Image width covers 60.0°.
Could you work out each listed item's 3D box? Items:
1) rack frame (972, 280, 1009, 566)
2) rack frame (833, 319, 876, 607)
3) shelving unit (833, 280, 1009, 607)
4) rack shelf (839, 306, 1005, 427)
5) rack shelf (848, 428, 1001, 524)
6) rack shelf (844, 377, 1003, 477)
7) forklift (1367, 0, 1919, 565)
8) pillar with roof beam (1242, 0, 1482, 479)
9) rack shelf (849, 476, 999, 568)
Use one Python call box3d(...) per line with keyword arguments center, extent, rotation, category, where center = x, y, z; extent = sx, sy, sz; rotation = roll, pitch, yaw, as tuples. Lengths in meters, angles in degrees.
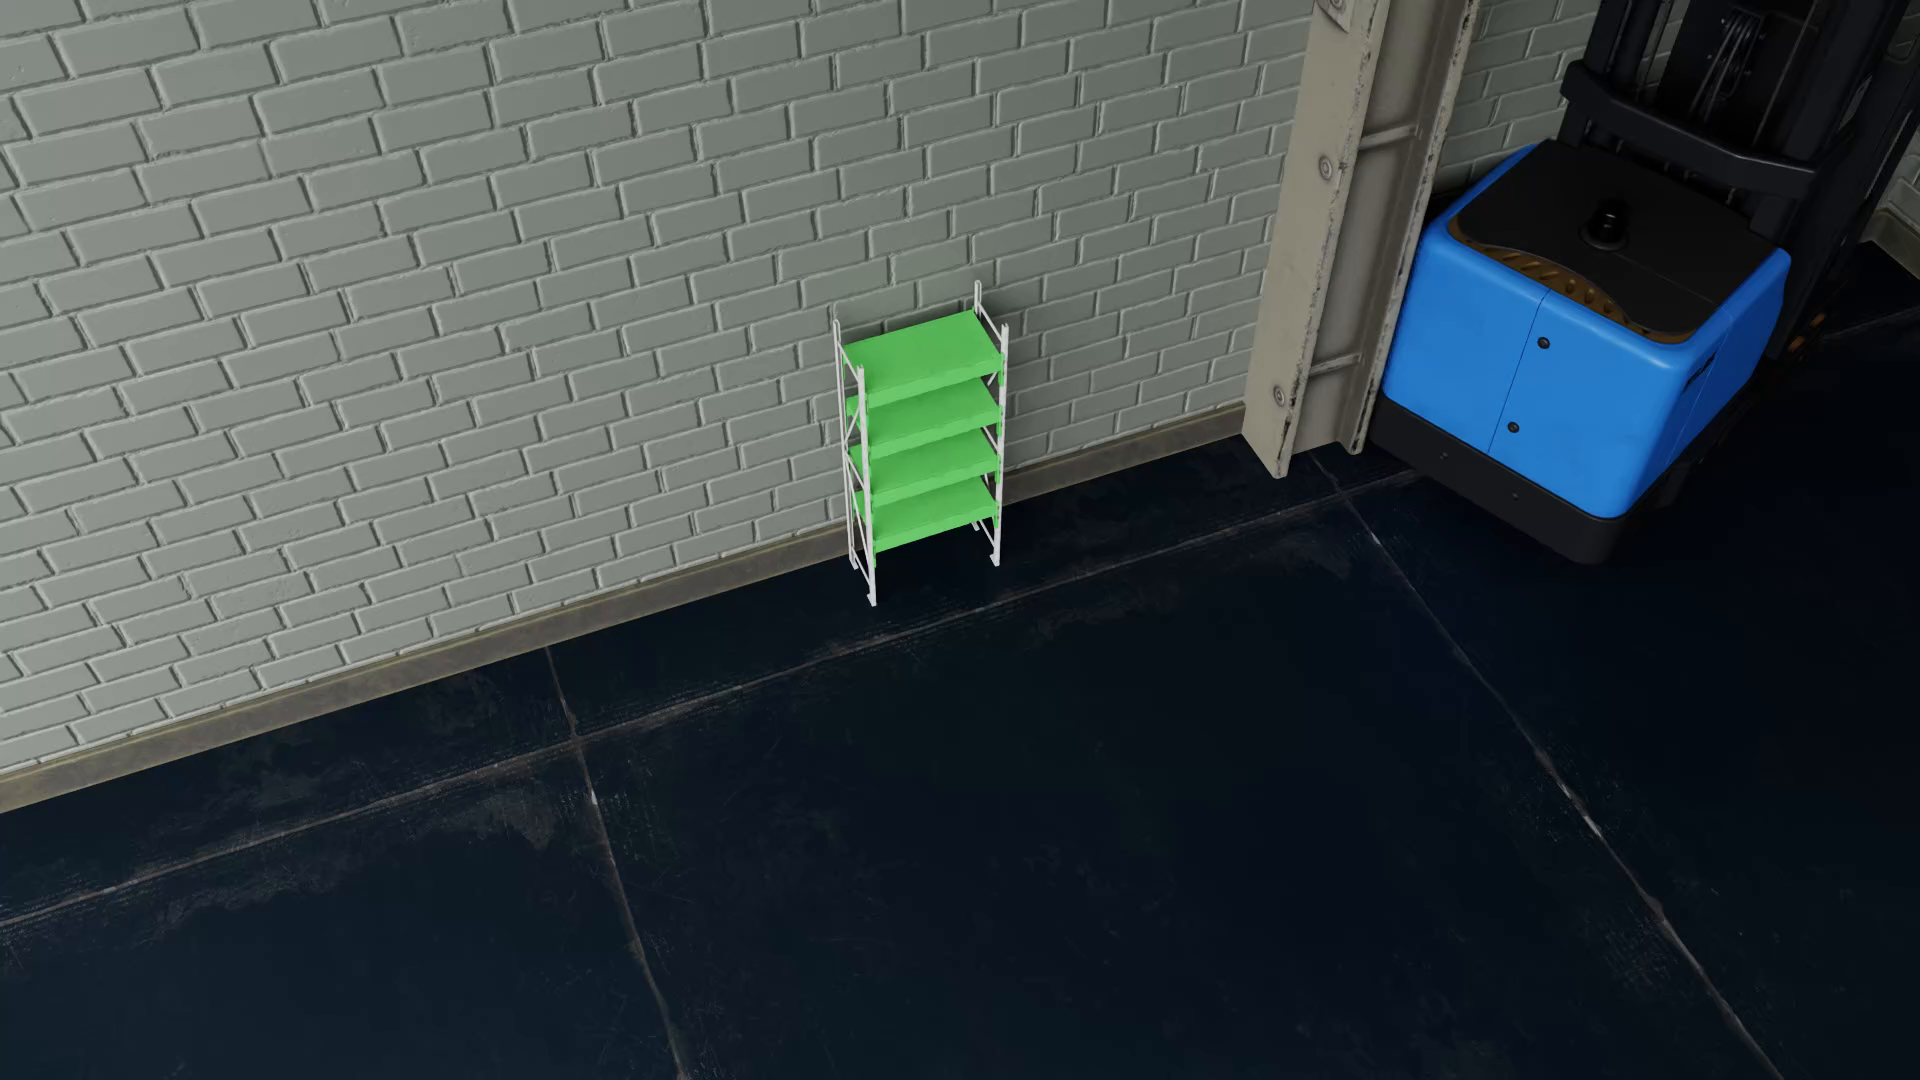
box3d(center=(0.097, -0.372, 5.775), extent=(0.015, 1.200, 0.240), rotation=(-18, 53, -15), category="rack frame")
box3d(center=(-0.353, -0.229, 5.652), extent=(0.015, 1.200, 0.240), rotation=(-18, 53, -15), category="rack frame")
box3d(center=(-0.128, -0.301, 5.714), extent=(0.503, 1.200, 0.258), rotation=(-18, 53, -15), category="shelving unit")
box3d(center=(-0.125, -0.566, 5.394), extent=(0.480, 0.148, 0.258), rotation=(-18, 53, -15), category="rack shelf")
box3d(center=(-0.129, -0.260, 5.763), extent=(0.480, 0.148, 0.258), rotation=(-18, 53, -15), category="rack shelf")
box3d(center=(-0.127, -0.413, 5.578), extent=(0.480, 0.148, 0.258), rotation=(-18, 53, -15), category="rack shelf")
box3d(center=(2.970, -1.890, 5.941), extent=(1.130, 2.935, 3.031), rotation=(36, 58, 27), category="forklift")
box3d(center=(2.976, -0.309, 0.584), extent=(0.400, 9.000, 9.100), rotation=(-17, 52, -14), category="pillar with roof beam")
box3d(center=(-0.130, -0.107, 5.948), extent=(0.480, 0.148, 0.258), rotation=(-18, 53, -15), category="rack shelf")
